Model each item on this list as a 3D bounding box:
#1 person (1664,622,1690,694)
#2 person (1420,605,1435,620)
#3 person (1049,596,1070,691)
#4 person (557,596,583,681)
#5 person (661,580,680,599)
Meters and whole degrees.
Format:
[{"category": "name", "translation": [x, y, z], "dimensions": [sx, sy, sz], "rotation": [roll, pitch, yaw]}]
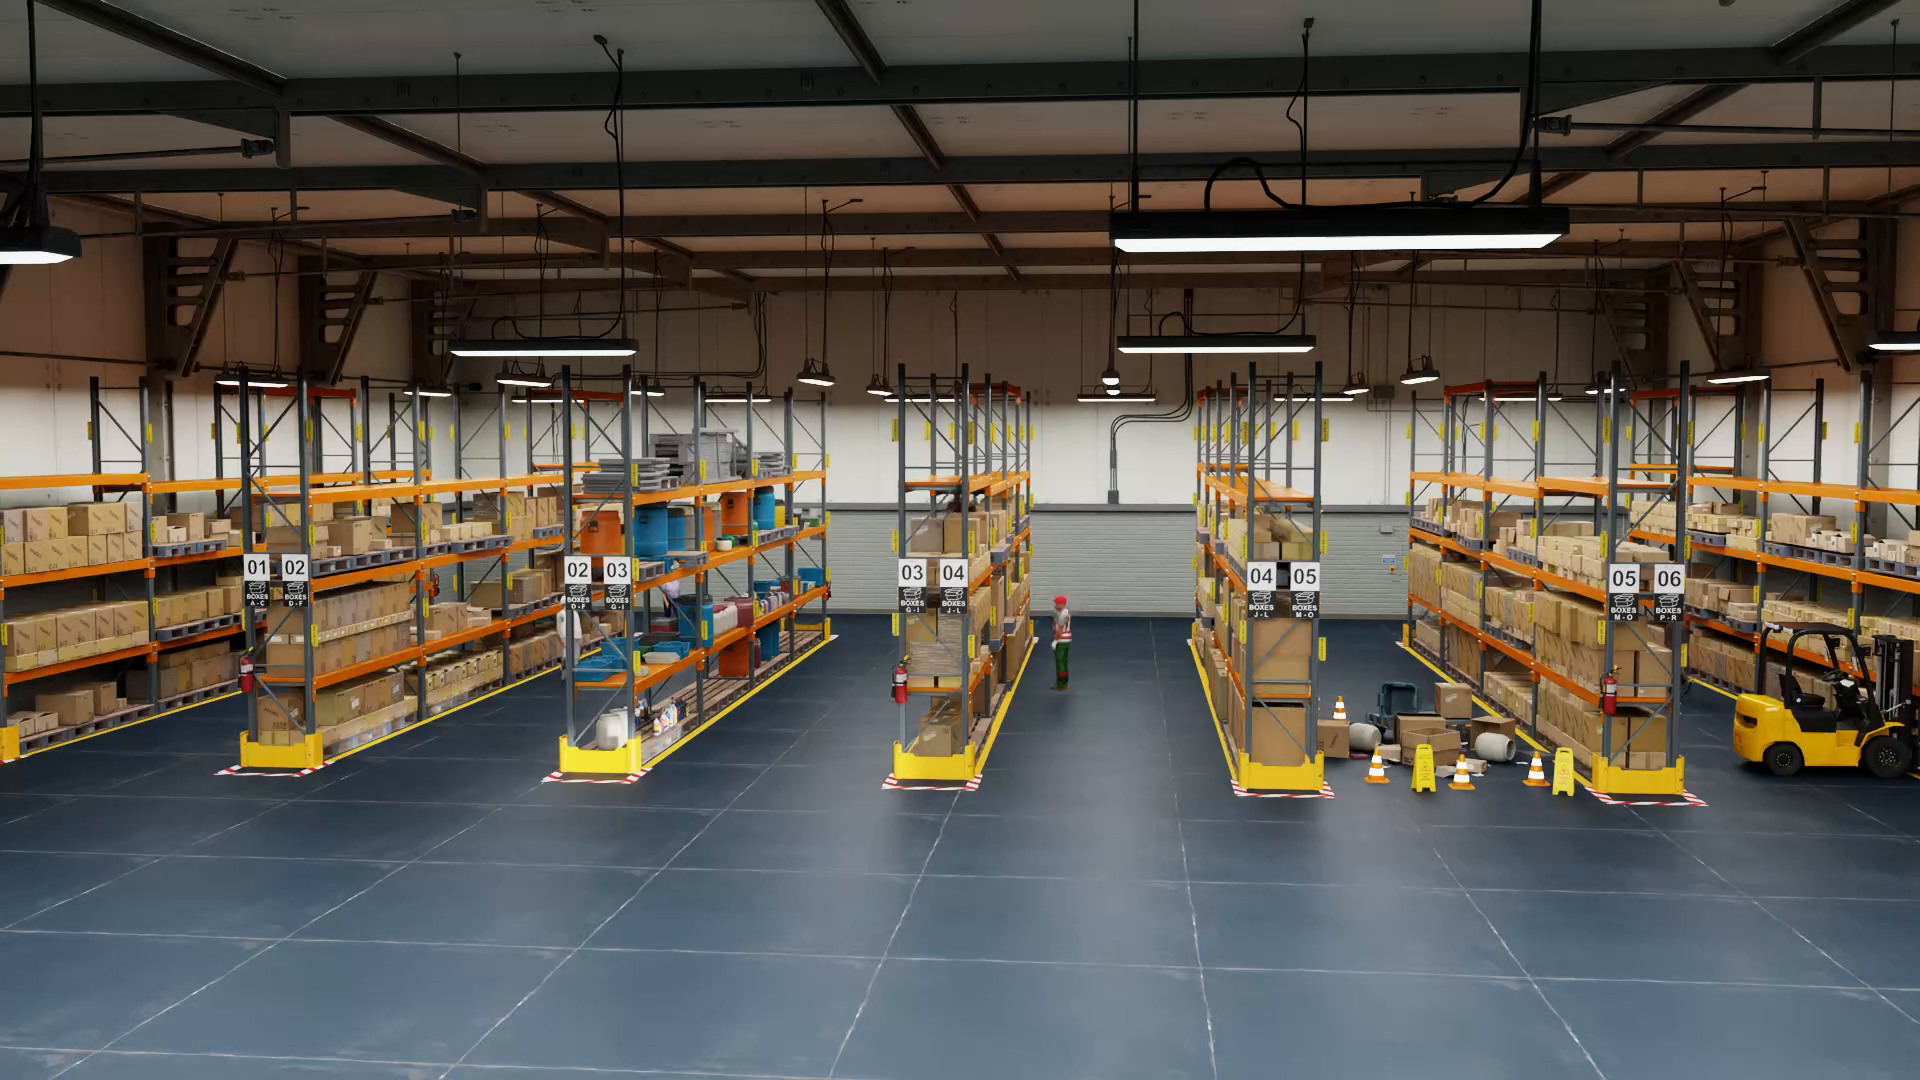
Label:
[{"category": "person", "translation": [13.465, 2.056, 31.353], "dimensions": [0.612, 1.701, 0.527], "rotation": [-3, 5, -42]}, {"category": "person", "translation": [11.695, 1.413, 41.766], "dimensions": [0.481, 1.776, 0.557], "rotation": [-1, 4, -11]}, {"category": "person", "translation": [1.888, 1.952, 31.474], "dimensions": [0.397, 1.801, 0.540], "rotation": [1, 4, 13]}, {"category": "person", "translation": [-7.813, 1.992, 33.392], "dimensions": [0.572, 1.758, 0.548], "rotation": [-2, 4, -31]}, {"category": "person", "translation": [-7.154, 1.218, 41.146], "dimensions": [0.480, 0.520, 0.361], "rotation": [-1, 4, -17]}]
